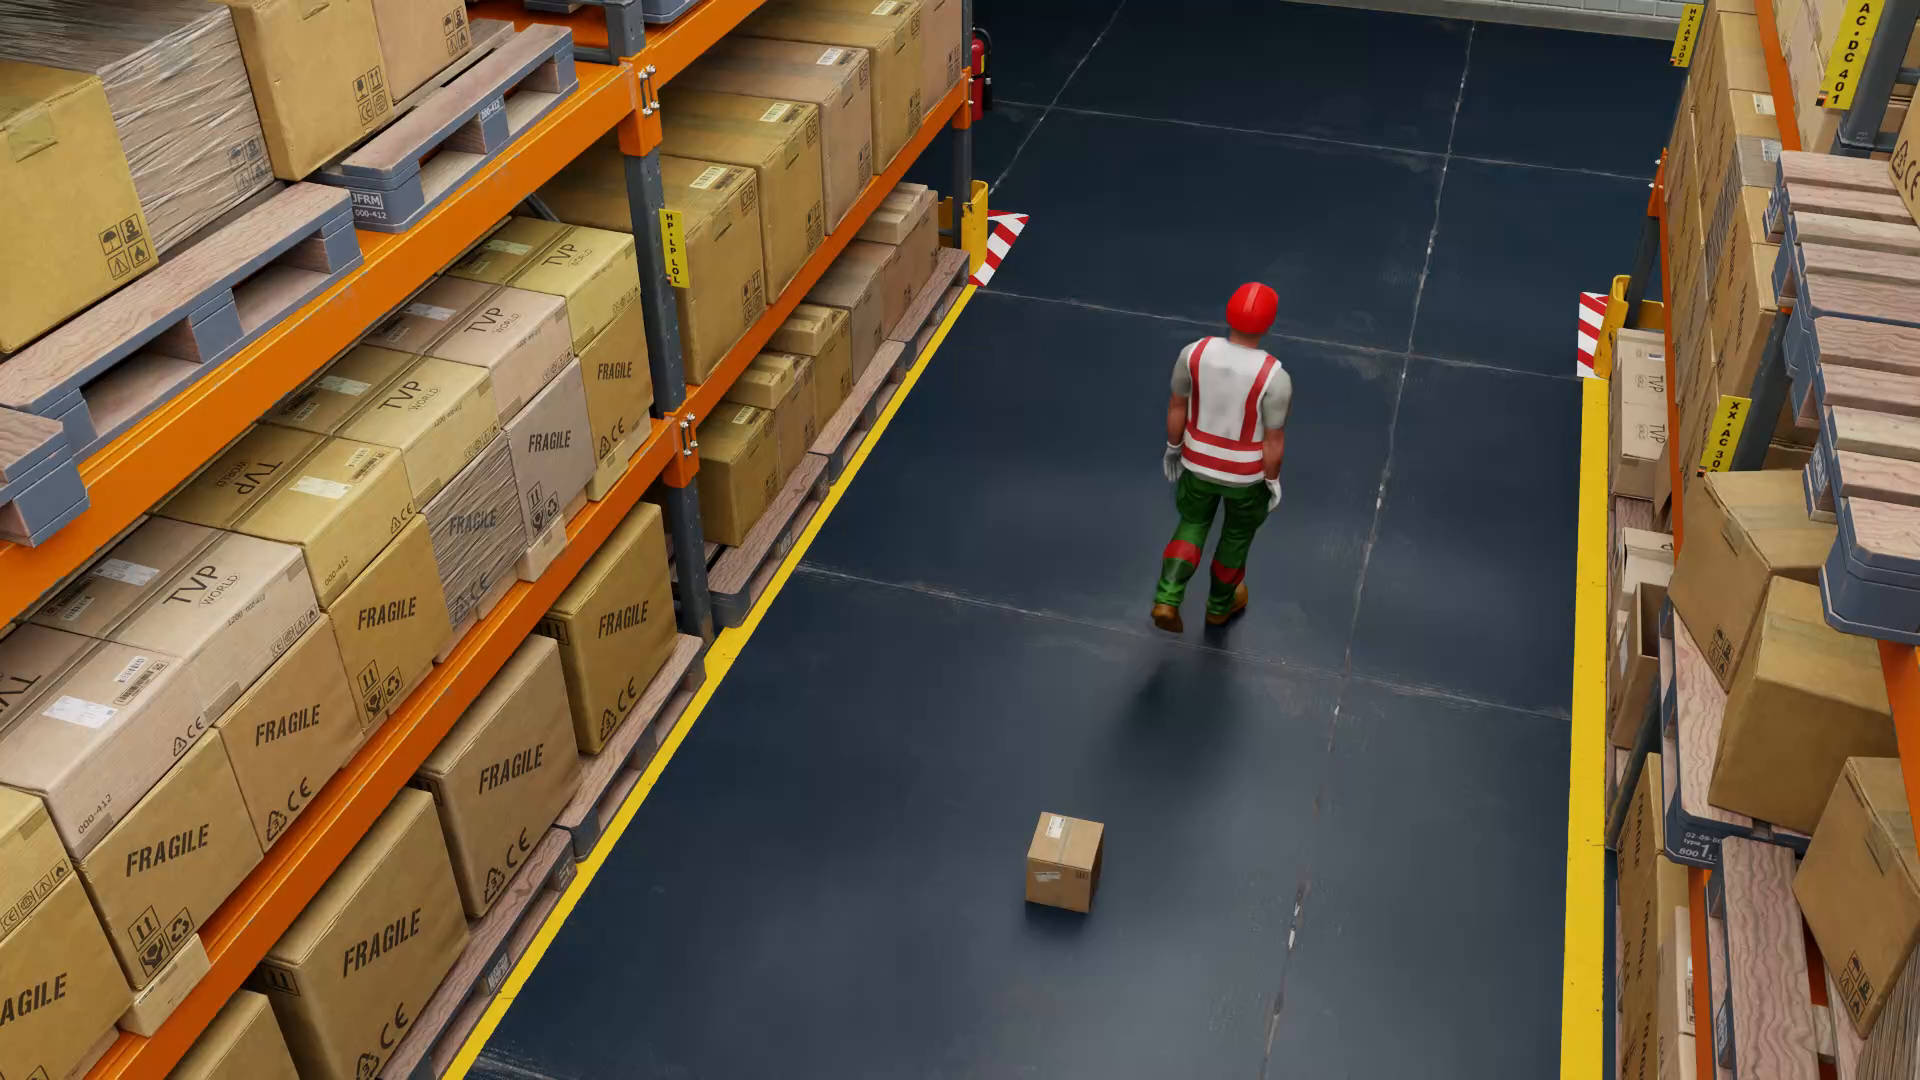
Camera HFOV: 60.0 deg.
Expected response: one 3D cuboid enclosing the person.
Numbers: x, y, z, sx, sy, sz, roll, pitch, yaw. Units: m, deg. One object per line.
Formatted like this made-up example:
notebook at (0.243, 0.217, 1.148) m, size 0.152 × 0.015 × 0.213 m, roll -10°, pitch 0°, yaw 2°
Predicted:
person at (1.122, -0.298, 7.241) m, size 0.550 × 1.777 × 0.702 m, roll 20°, pitch 41°, yaw 24°
